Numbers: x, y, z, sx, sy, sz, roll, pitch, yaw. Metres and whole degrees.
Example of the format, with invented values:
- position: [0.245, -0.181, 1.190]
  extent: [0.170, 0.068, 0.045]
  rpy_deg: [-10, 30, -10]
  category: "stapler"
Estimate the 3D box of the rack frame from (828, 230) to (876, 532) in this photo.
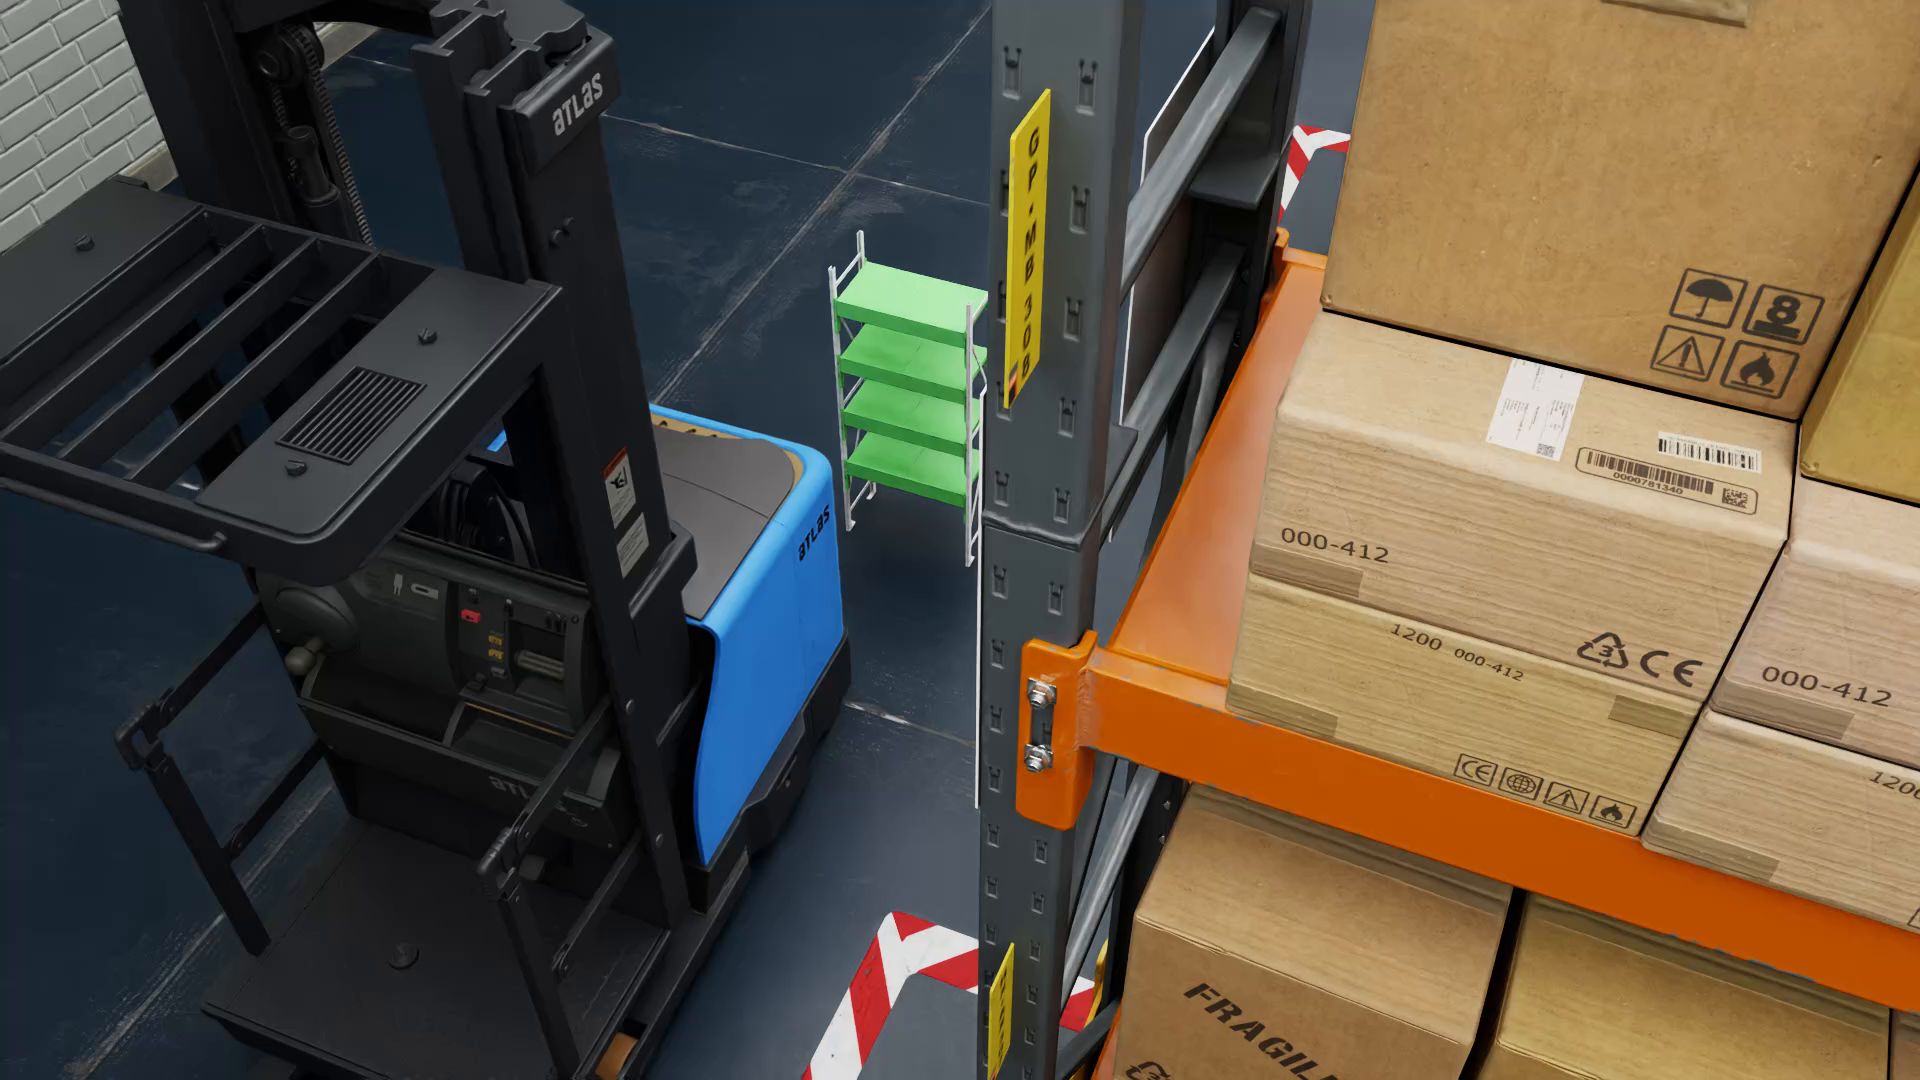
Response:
- position: [-0.378, -0.537, 5.939]
  extent: [0.015, 1.200, 0.240]
  rpy_deg: [16, 47, 16]
  category: "rack frame"

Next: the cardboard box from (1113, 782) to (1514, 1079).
- position: [0.584, 0.638, 2.702]
  extent: [0.500, 0.500, 0.500]
  rpy_deg: [18, 48, 17]
  category: "cardboard box"

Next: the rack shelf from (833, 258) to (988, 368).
- position: [-0.153, -0.765, 5.579]
  extent: [0.480, 0.148, 0.258]
  rpy_deg: [16, 47, 16]
  category: "rack shelf"

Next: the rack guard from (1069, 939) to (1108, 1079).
- position: [0.346, 1.643, 4.245]
  extent: [0.348, 0.500, 1.175]
  rpy_deg: [16, 47, 16]
  category: "rack guard"

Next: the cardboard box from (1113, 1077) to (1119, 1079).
- position: [0.584, 0.993, 3.055]
  extent: [0.500, 0.500, 0.500]
  rpy_deg: [17, 47, 17]
  category: "cardboard box"

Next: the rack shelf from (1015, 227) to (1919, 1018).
- position: [2.122, 0.471, 2.034]
  extent: [4.000, 0.370, 1.077]
  rpy_deg: [16, 47, 16]
  category: "rack shelf"

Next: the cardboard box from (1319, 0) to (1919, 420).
- position: [0.757, -0.588, 1.808]
  extent: [0.500, 0.500, 0.700]
  rpy_deg: [16, 47, 16]
  category: "cardboard box"

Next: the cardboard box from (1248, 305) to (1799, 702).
- position: [0.650, -0.143, 1.892]
  extent: [0.500, 0.250, 0.500]
  rpy_deg: [16, 47, 16]
  category: "cardboard box"

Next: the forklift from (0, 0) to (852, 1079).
- position: [-1.383, 0.299, 3.872]
  extent: [1.130, 2.935, 3.031]
  rpy_deg: [16, 47, 15]
  category: "forklift"

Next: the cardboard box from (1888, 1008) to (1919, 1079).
- position: [1.529, 0.914, 2.425]
  extent: [0.500, 0.500, 0.500]
  rpy_deg: [17, 47, 16]
  category: "cardboard box"

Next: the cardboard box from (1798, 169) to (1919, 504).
- position: [1.185, -0.398, 1.616]
  extent: [0.500, 0.500, 0.700]
  rpy_deg: [16, 47, 16]
  category: "cardboard box"

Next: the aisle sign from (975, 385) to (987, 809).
- position: [0.100, -0.013, 2.293]
  extent: [0.004, 0.787, 0.394]
  rpy_deg: [16, 47, 16]
  category: "aisle sign"

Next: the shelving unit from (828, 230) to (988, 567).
- position: [-0.153, -0.470, 5.872]
  extent: [0.503, 1.200, 0.258]
  rpy_deg: [16, 47, 16]
  category: "shelving unit"

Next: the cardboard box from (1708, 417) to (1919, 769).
- position: [1.109, -0.002, 1.751]
  extent: [0.500, 0.250, 0.500]
  rpy_deg: [16, 47, 16]
  category: "cardboard box"

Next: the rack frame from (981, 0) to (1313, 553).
- position: [0.276, -1.391, 1.268]
  extent: [0.127, 3.000, 1.000]
  rpy_deg: [16, 47, 16]
  category: "rack frame"

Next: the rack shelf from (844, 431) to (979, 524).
- position: [-0.153, -0.255, 6.086]
  extent: [0.480, 0.148, 0.258]
  rpy_deg: [16, 47, 16]
  category: "rack shelf"

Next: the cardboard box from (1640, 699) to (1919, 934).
- position: [1.109, 0.175, 1.927]
  extent: [0.500, 0.250, 0.500]
  rpy_deg: [16, 47, 16]
  category: "cardboard box"

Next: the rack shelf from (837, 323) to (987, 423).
- position: [-0.153, -0.595, 5.748]
  extent: [0.480, 0.148, 0.258]
  rpy_deg: [16, 47, 16]
  category: "rack shelf"

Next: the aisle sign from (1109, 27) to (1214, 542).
- position: [0.331, -0.404, 2.686]
  extent: [0.004, 0.787, 0.394]
  rpy_deg: [16, 47, 16]
  category: "aisle sign"

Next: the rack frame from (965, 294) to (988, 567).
- position: [0.072, -0.404, 5.805]
  extent: [0.015, 1.200, 0.240]
  rpy_deg: [16, 47, 16]
  category: "rack frame"

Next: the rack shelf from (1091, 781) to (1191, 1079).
- position: [2.122, 1.534, 3.092]
  extent: [4.000, 0.370, 1.077]
  rpy_deg: [16, 47, 16]
  category: "rack shelf"

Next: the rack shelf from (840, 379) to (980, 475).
- position: [-0.153, -0.425, 5.917]
  extent: [0.480, 0.148, 0.258]
  rpy_deg: [16, 47, 16]
  category: "rack shelf"

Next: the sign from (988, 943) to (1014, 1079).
- position: [0.067, 0.782, 2.723]
  extent: [0.005, 0.325, 0.100]
  rpy_deg: [16, 47, 16]
  category: "sign"

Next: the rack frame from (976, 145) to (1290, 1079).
- position: [0.276, 0.736, 3.384]
  extent: [0.127, 3.000, 1.000]
  rpy_deg: [16, 47, 16]
  category: "rack frame"

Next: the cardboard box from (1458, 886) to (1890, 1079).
- position: [1.070, 0.775, 2.564]
  extent: [0.500, 0.500, 0.500]
  rpy_deg: [17, 47, 16]
  category: "cardboard box"

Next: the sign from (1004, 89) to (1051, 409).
- position: [0.067, -0.284, 1.662]
  extent: [0.005, 0.325, 0.100]
  rpy_deg: [16, 47, 16]
  category: "sign"

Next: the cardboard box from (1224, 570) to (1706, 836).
- position: [0.652, 0.031, 2.072]
  extent: [0.500, 0.250, 0.500]
  rpy_deg: [16, 47, 16]
  category: "cardboard box"
